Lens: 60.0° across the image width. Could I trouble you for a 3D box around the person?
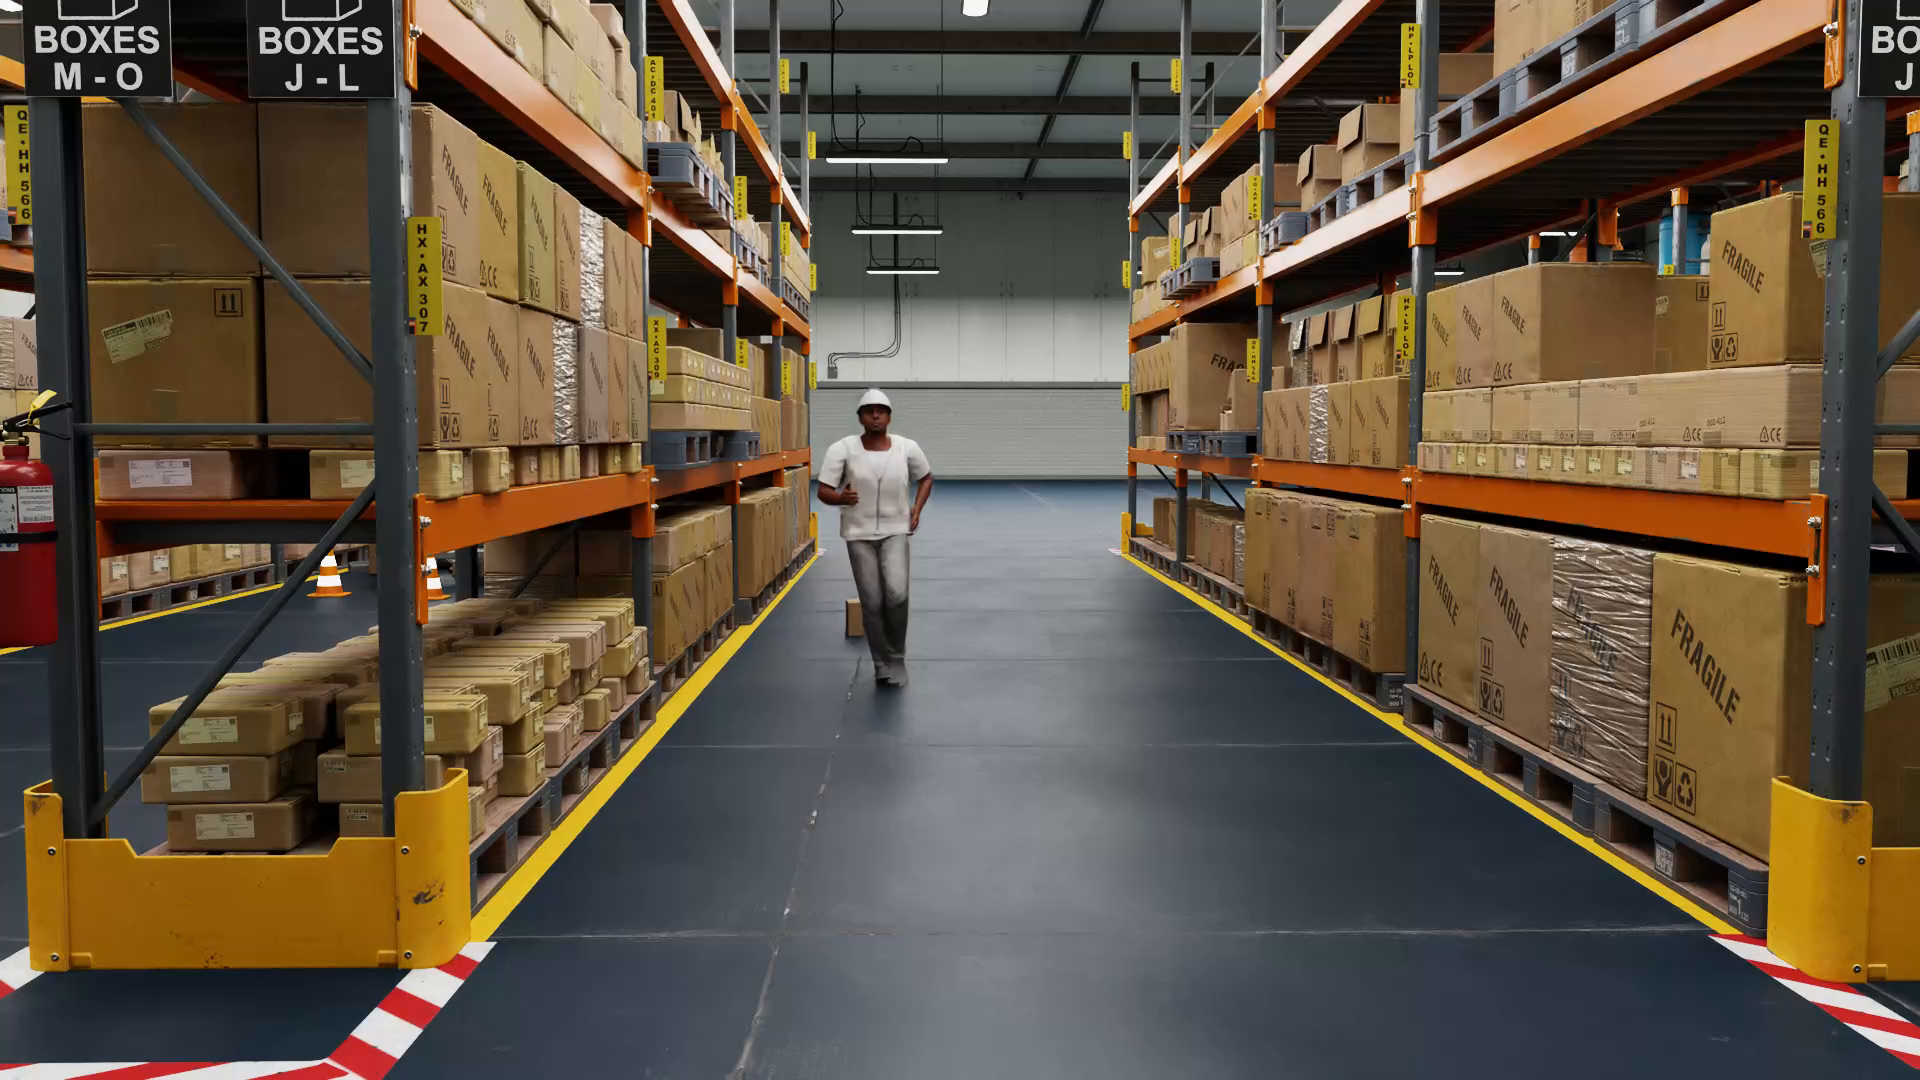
[{"bbox_3d":[-0.483,0.004,9.753,0.700,1.773,0.602,0,4,-7],"label":"person"}]
